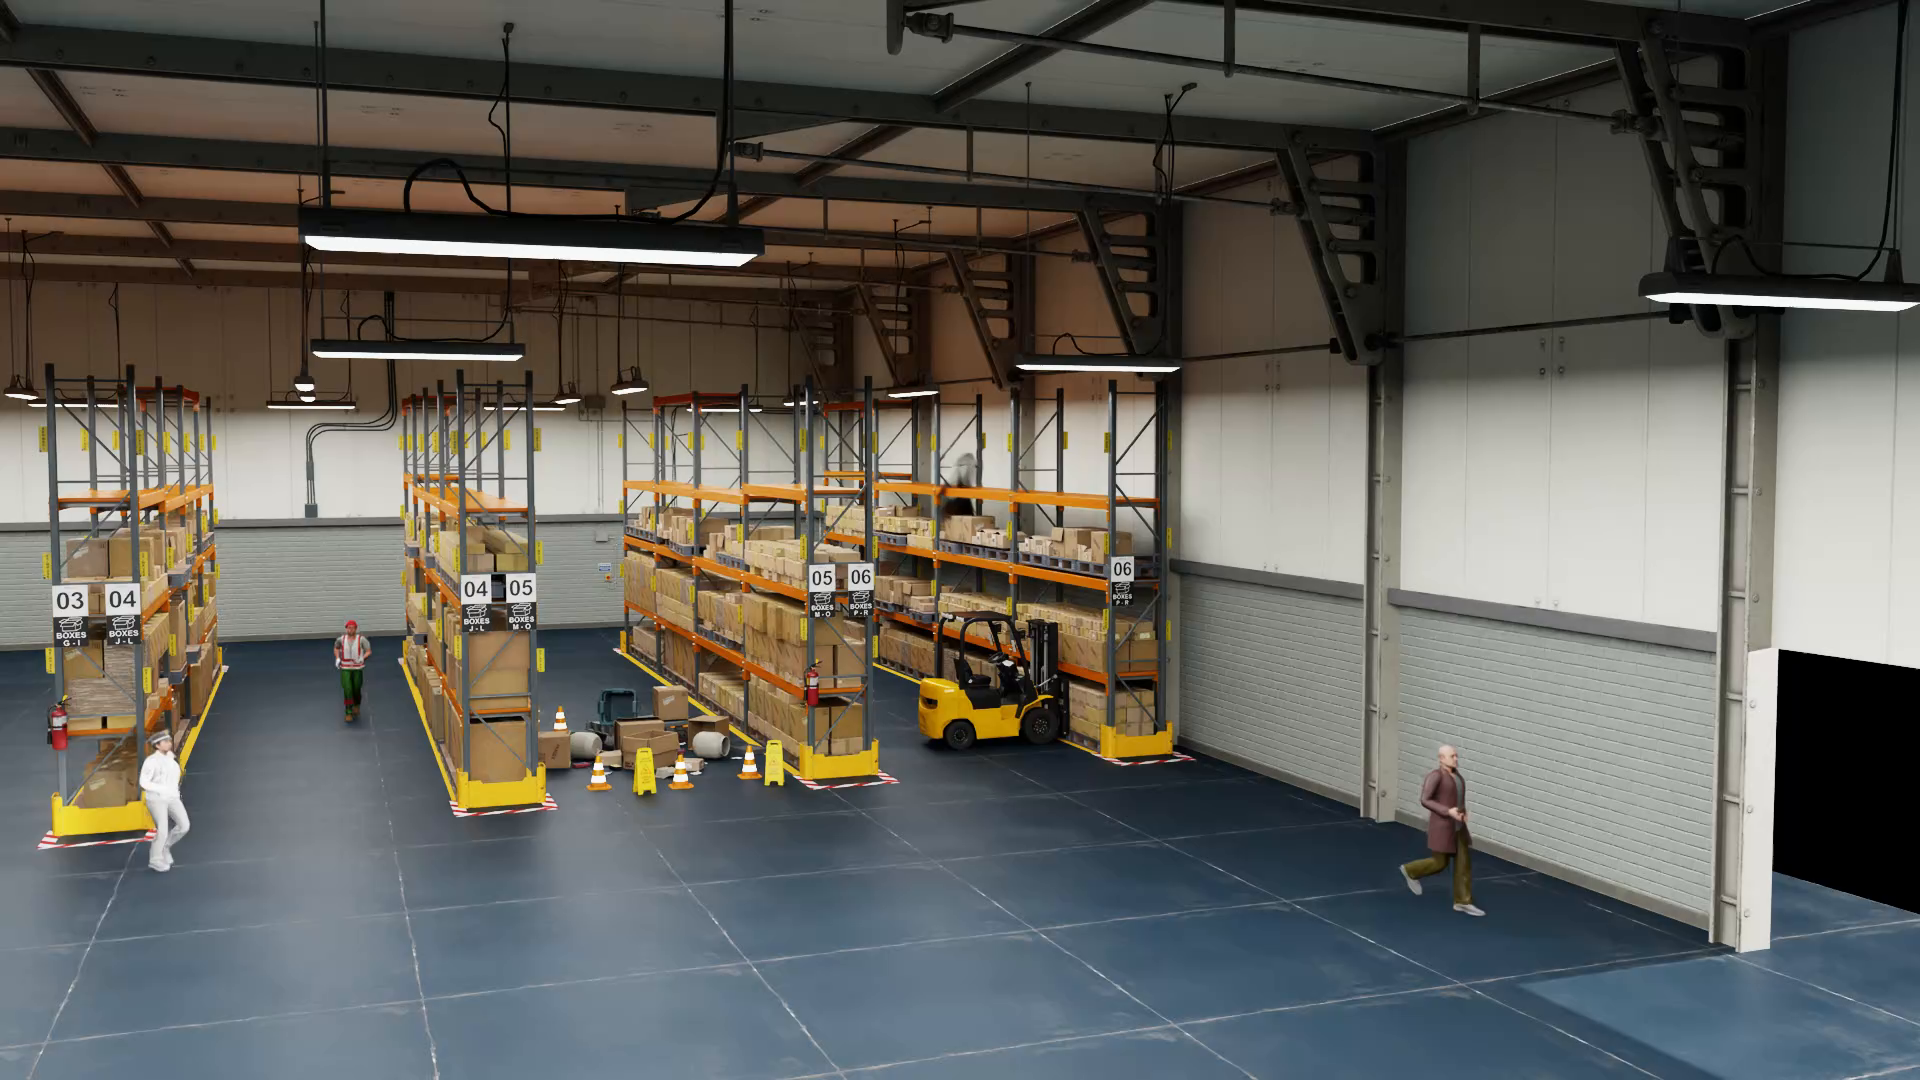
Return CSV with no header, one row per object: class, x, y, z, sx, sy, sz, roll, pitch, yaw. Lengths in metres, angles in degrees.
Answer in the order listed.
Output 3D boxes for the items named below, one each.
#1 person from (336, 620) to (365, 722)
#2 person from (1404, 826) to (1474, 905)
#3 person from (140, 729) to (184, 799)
person,-10.997,2.333,29.985,0.498,1.789,0.947,-1,3,-16
person,5.164,3.388,17.865,0.375,0.990,0.806,-2,4,-37
person,-9.253,2.655,19.385,0.533,0.907,0.629,1,4,20
